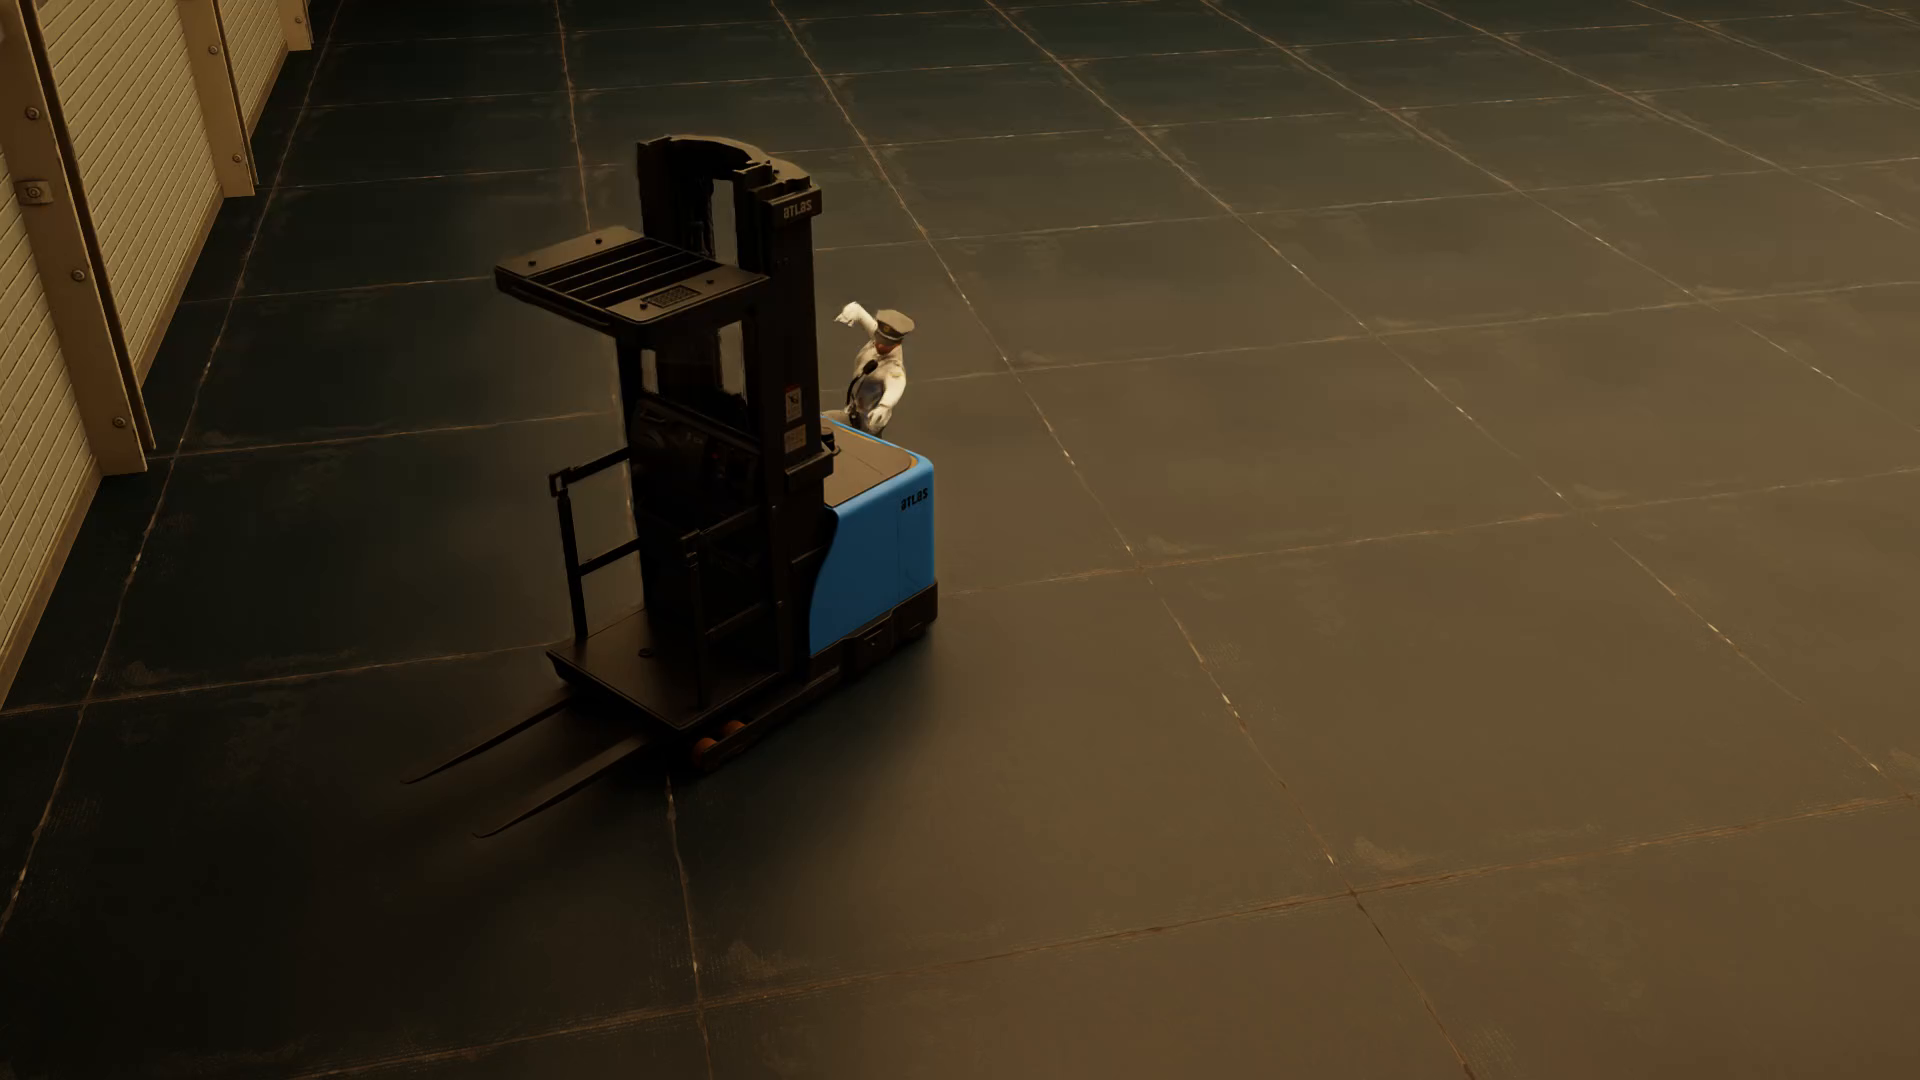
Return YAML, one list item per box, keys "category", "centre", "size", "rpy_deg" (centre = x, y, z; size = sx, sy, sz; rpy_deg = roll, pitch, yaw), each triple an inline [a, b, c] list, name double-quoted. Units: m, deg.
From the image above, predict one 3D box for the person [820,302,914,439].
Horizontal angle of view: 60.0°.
- category: "person"
  centre: [-0.708, -0.702, 10.330]
  size: [0.848, 1.429, 0.976]
  rpy_deg: [7, 31, 12]

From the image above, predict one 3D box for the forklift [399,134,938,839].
- category: "forklift"
  centre: [-1.476, -0.380, 8.231]
  size: [1.130, 2.935, 3.031]
  rpy_deg: [24, 38, 35]
